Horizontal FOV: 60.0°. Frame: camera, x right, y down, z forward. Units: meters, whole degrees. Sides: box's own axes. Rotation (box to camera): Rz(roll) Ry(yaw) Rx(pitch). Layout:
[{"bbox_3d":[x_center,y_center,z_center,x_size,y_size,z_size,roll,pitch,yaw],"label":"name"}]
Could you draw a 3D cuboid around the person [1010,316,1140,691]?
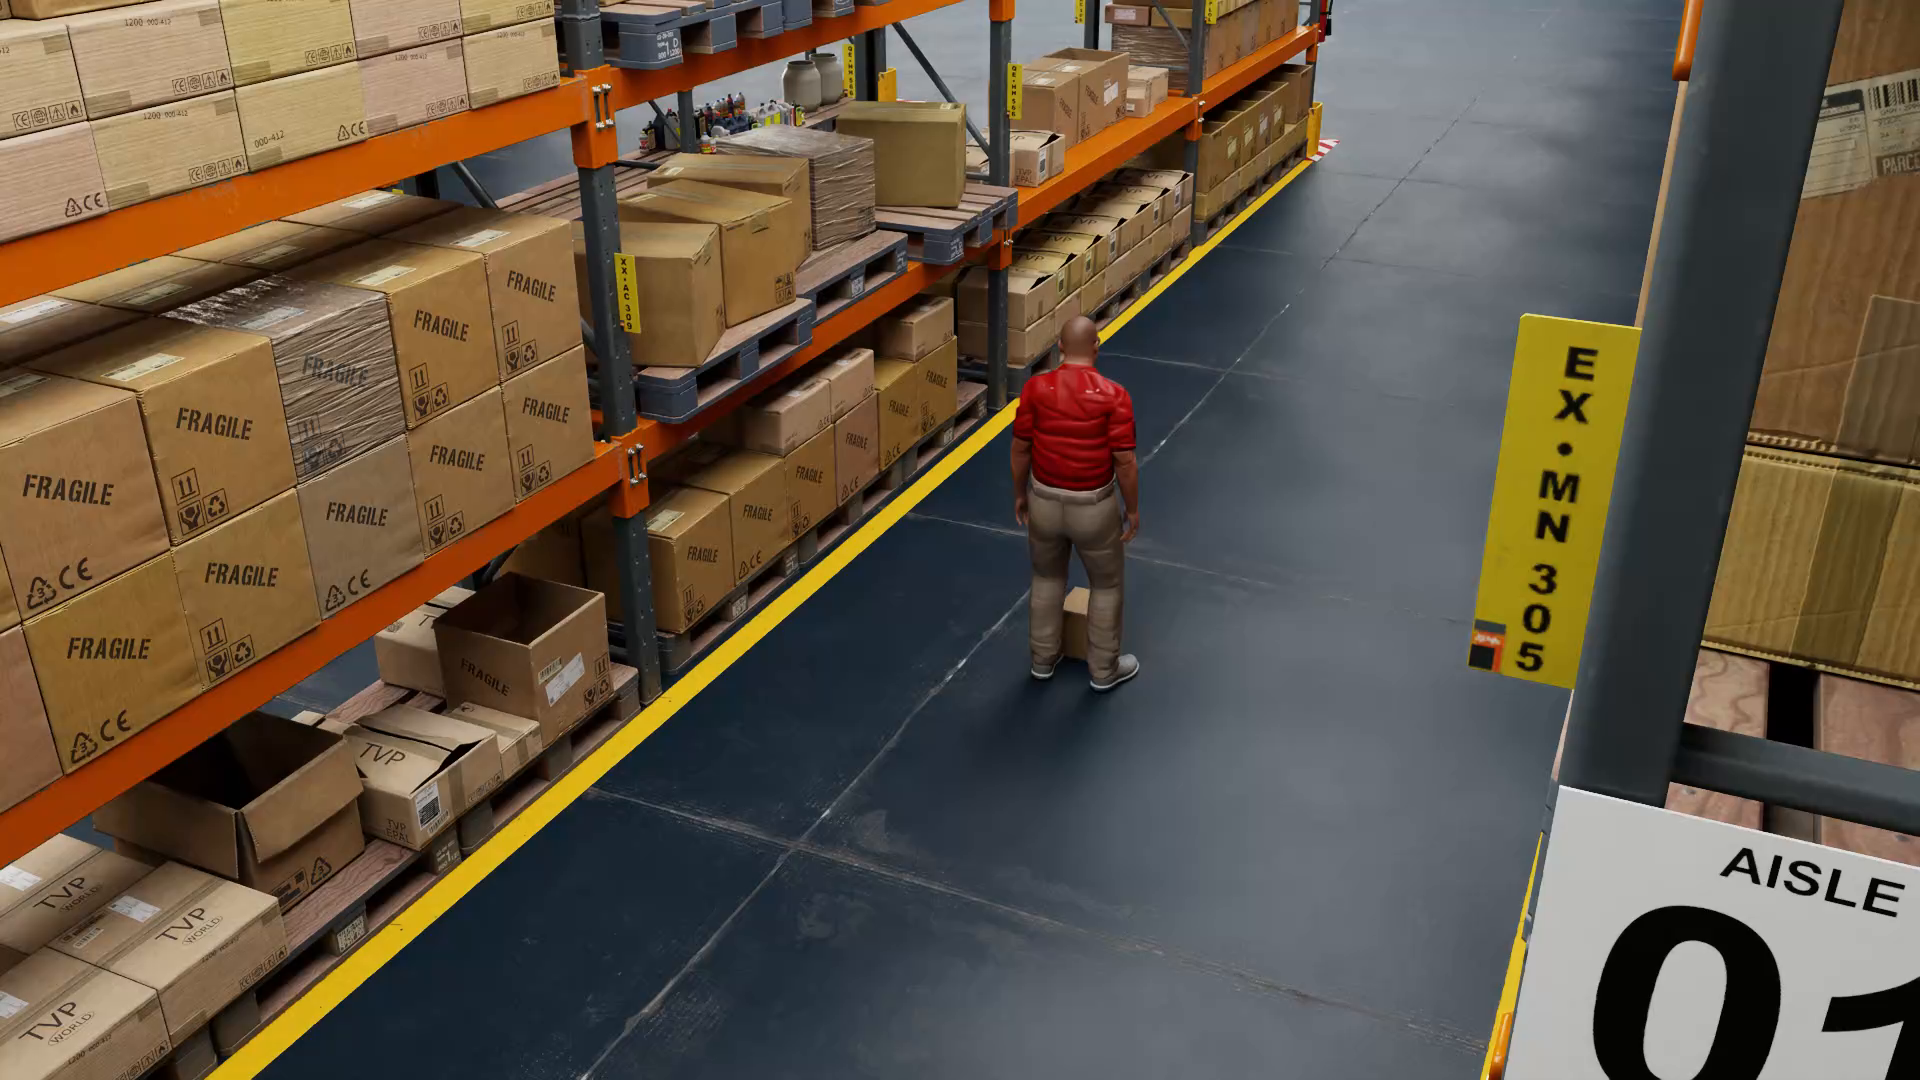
[{"bbox_3d":[0.520,-0.152,7.443,0.593,1.725,0.390,10,28,19],"label":"person"}]
